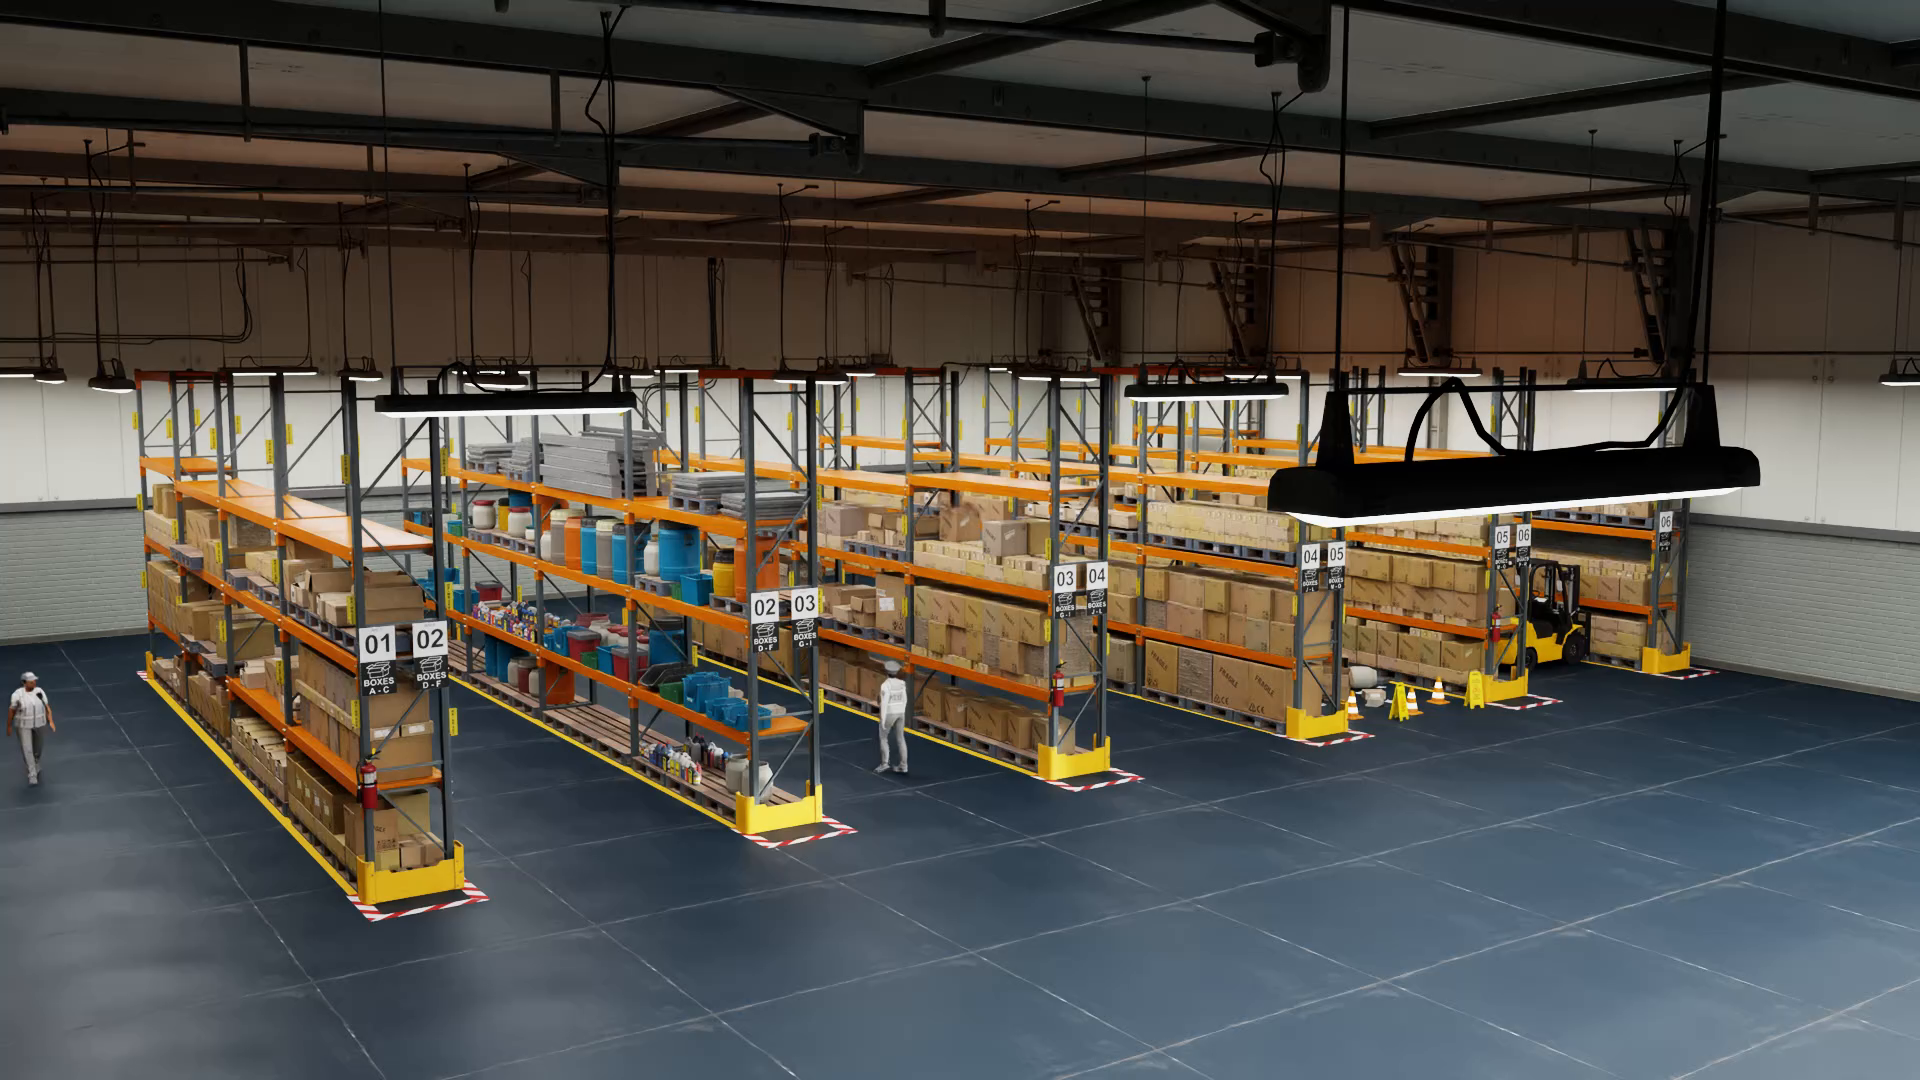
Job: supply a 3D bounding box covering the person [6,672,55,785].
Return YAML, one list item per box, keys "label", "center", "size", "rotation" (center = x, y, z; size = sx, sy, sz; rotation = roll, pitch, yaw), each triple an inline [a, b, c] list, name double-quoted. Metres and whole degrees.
- label: "person"
  center: [-13.754, 2.743, 24.606]
  size: [0.579, 1.600, 1.064]
  rotation: [-6, 9, -42]

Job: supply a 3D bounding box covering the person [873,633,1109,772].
- label: "person"
  center: [0.439, 2.479, 25.209]
  size: [2.859, 2.143, 2.264]
  rotation: [-5, 8, -40]

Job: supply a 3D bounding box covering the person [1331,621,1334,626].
- label: "person"
  center: [8.469, 1.287, 38.413]
  size: [0.425, 1.474, 0.520]
  rotation: [3, 7, 28]
